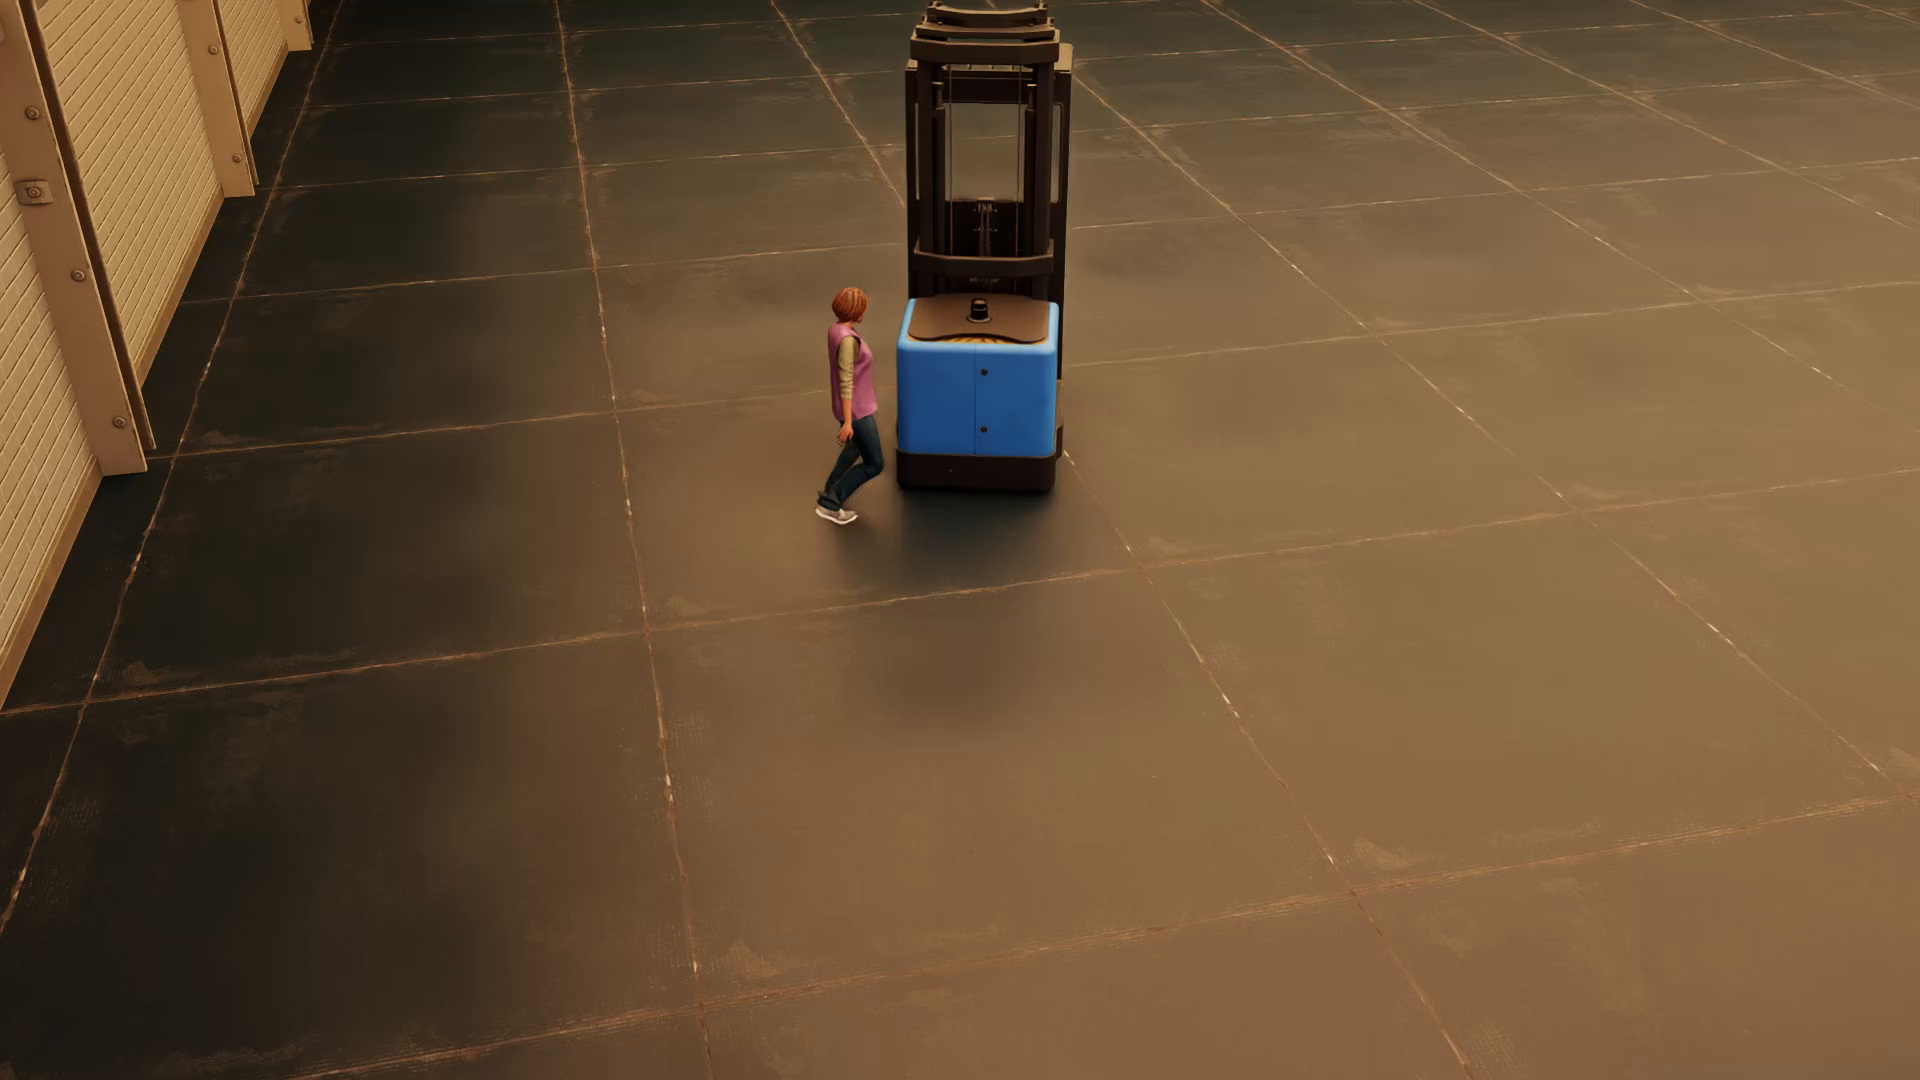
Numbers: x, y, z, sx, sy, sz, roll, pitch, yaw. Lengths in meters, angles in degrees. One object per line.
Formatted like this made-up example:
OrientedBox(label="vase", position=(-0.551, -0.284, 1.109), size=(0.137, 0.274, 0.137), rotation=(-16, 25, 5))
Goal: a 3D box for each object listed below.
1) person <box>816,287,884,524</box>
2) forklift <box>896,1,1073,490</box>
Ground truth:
OrientedBox(label="person", position=(-0.722, -0.816, 10.418), size=(0.446, 1.509, 0.745), rotation=(-5, 30, -8))
OrientedBox(label="forklift", position=(0.202, -2.305, 11.556), size=(1.130, 2.935, 3.031), rotation=(2, 30, 3))
